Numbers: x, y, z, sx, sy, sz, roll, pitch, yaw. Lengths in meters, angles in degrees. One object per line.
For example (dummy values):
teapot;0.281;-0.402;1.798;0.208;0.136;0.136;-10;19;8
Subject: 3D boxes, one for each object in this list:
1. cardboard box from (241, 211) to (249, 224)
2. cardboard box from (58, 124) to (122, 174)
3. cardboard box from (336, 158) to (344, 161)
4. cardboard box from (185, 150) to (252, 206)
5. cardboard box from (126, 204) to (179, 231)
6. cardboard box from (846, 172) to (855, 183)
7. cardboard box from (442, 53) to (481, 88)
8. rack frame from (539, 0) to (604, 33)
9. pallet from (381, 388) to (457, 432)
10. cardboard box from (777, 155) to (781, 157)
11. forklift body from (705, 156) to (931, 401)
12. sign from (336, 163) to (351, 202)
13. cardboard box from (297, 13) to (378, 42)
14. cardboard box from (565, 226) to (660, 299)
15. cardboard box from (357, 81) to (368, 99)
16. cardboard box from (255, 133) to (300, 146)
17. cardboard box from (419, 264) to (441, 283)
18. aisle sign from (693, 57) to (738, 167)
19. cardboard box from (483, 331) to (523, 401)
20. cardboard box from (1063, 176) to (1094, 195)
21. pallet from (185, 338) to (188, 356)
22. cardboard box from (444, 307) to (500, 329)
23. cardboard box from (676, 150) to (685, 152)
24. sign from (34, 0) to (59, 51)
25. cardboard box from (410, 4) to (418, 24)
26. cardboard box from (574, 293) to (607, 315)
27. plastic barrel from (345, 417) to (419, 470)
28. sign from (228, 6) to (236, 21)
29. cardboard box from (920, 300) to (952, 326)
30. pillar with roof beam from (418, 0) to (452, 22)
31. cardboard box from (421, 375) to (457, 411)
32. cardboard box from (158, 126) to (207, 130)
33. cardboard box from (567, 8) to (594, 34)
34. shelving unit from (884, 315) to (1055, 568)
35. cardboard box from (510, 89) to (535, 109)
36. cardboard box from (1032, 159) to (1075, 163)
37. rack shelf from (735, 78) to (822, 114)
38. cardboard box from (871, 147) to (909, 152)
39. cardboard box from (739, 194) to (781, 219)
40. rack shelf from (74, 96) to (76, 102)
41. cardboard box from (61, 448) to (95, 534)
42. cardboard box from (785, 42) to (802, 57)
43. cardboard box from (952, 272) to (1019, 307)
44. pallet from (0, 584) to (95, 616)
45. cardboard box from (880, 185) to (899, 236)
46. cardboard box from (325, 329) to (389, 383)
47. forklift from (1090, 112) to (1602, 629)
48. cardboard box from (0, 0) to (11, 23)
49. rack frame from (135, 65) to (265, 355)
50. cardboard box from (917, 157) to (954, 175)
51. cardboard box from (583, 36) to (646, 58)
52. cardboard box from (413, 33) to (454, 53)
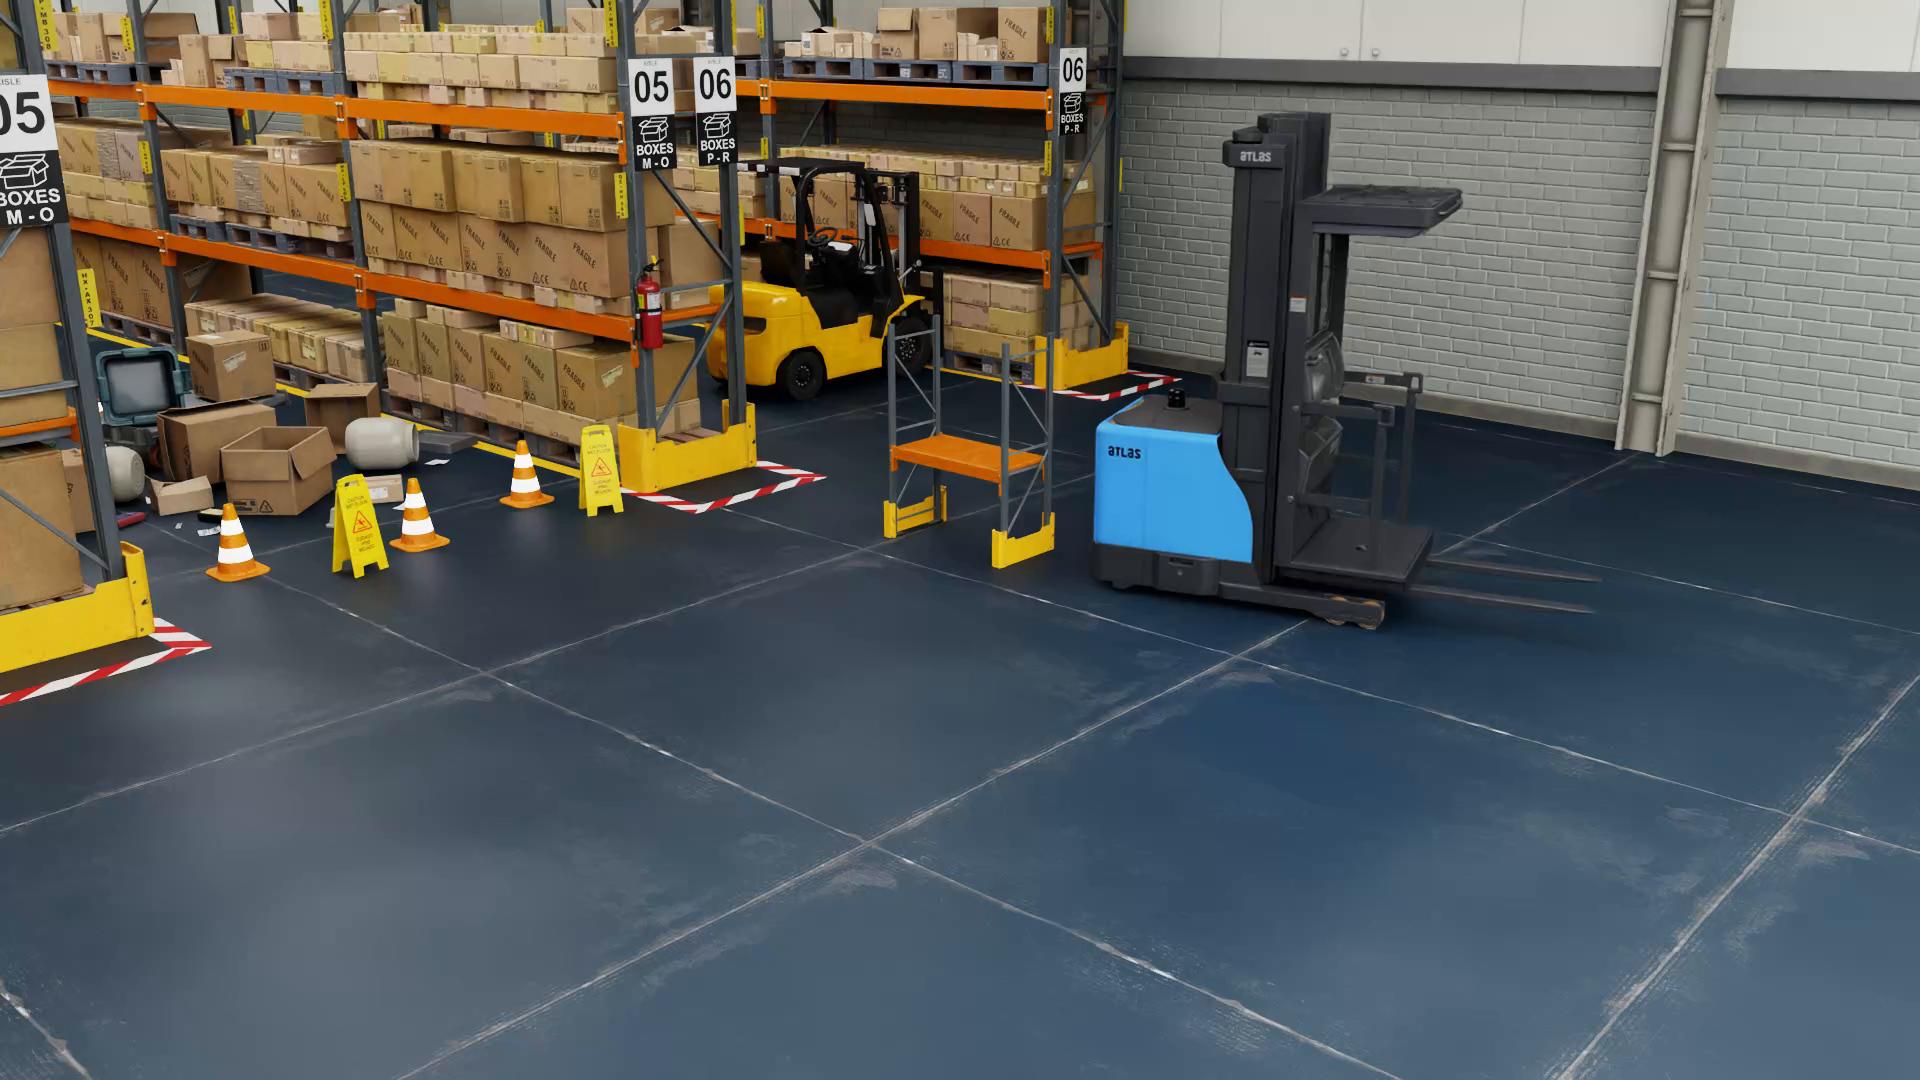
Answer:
cardboard box;-6.926;-3.242;16.589;0.250;0.149;0.380;16;24;41
cardboard box;-9.761;-4.412;18.735;0.500;0.500;0.500;15;23;38
cardboard box;-5.975;-3.485;16.284;0.500;0.500;0.500;15;23;39
cardboard box;-7.493;-3.681;16.900;0.500;0.500;0.500;17;24;42
cardboard box;-8.621;-3.508;17.956;0.500;0.250;0.500;14;22;37
cardboard box;-0.984;-3.874;17.622;0.250;0.149;0.380;15;23;39
cardboard box;-3.794;-3.778;13.354;0.500;0.250;0.500;15;23;40
rack frame;-4.779;-7.520;20.432;0.127;3.000;1.000;15;23;39
pallet;-4.553;-1.278;15.289;1.213;0.211;1.003;15;23;39
cardboard box;-1.907;-4.334;19.070;0.250;0.149;0.380;14;23;38
forklift body;-1.424;-2.618;16.305;1.214;2.155;2.313;15;23;39
sign;-5.445;-3.159;14.694;0.005;0.325;0.100;15;23;39
cardboard box;-5.597;-4.618;14.973;0.500;0.250;0.500;16;23;40
cardboard box;-2.676;-2.167;12.824;0.500;0.500;0.500;15;23;38
cardboard box;-5.008;-3.925;14.476;0.250;0.149;0.380;15;23;38
cardboard box;-10.602;-6.185;25.899;0.500;0.250;0.500;15;23;40
cardboard box;-4.452;-2.335;14.427;0.250;0.149;0.380;16;24;41
aisle sign;-1.835;-3.228;12.525;0.004;0.787;0.394;15;23;39
cardboard box;-3.625;-1.487;13.949;0.500;0.500;0.500;14;23;38
cardboard box;1.123;-3.538;16.564;0.250;0.149;0.380;14;23;38
pallet;-7.487;-2.051;17.724;1.213;0.211;1.003;15;23;39
cardboard box;-4.174;-1.916;14.228;0.250;0.149;0.380;17;24;42
cardboard box;-3.415;-4.518;19.653;0.250;0.149;0.380;14;23;38
sign;-4.924;-2.799;8.938;0.005;0.325;0.100;15;23;39
cardboard box;-7.496;-7.315;23.123;0.258;0.266;0.396;15;23;38
cardboard box;-2.772;-1.863;12.940;0.250;0.149;0.380;15;23;39
plastic barrel;-4.637;-0.775;13.354;0.512;0.421;0.421;-3;18;-8
sign;-11.122;-7.991;25.427;0.005;0.325;0.100;15;23;39
cardboard box;-0.135;-2.411;17.276;0.500;0.250;0.500;14;23;38
pillar with roof beam;-10.550;-7.693;20.976;0.400;9.000;9.100;15;23;39
cardboard box;-4.410;-1.339;14.724;0.500;0.250;0.500;17;24;42
cardboard box;-8.655;-4.313;18.425;0.500;0.500;0.500;15;23;39
cardboard box;-4.399;-6.185;20.159;0.500;0.500;0.500;15;23;40
shelving unit;0.057;-0.700;11.337;1.083;1.500;0.587;15;23;39
cardboard box;-3.287;-3.458;13.005;0.250;0.149;0.380;15;23;39
cardboard box;0.938;-3.736;16.697;0.250;0.149;0.380;16;24;41
rack shelf;-3.283;-5.346;19.729;4.000;0.370;1.077;15;23;39
cardboard box;-0.752;-4.215;18.204;0.250;0.149;0.380;14;23;38
cardboard box;-2.337;-3.828;18.963;0.500;0.250;0.500;16;23;40
rack shelf;-12.558;-5.829;21.249;4.000;0.370;1.077;15;23;39
cardboard box;-6.447;-0.324;11.802;0.500;0.500;0.500;-13;22;-36
cardboard box;-1.653;-5.257;17.814;0.250;0.149;0.380;16;23;40
cardboard box;0.268;-2.544;16.867;0.500;0.250;0.500;16;23;40
pallet;-5.947;0.396;10.016;1.213;0.211;1.003;15;23;39
cardboard box;-0.486;-3.449;17.356;0.500;0.500;0.500;15;23;40
cardboard box;-5.473;-1.786;15.931;0.625;0.372;0.950;15;23;40
forklift;2.398;-1.046;10.062;3.031;2.935;1.130;8;19;23
cardboard box;-5.335;-2.867;8.967;0.250;0.149;0.380;15;23;40
rack frame;-8.071;-3.537;17.798;0.127;3.000;1.000;15;23;39
cardboard box;-0.224;-3.811;16.932;0.250;0.149;0.380;16;23;40
cardboard box;-2.536;-3.622;12.204;0.250;0.149;0.380;15;23;40
cardboard box;-4.257;-4.089;13.676;0.250;0.149;0.380;14;22;37
